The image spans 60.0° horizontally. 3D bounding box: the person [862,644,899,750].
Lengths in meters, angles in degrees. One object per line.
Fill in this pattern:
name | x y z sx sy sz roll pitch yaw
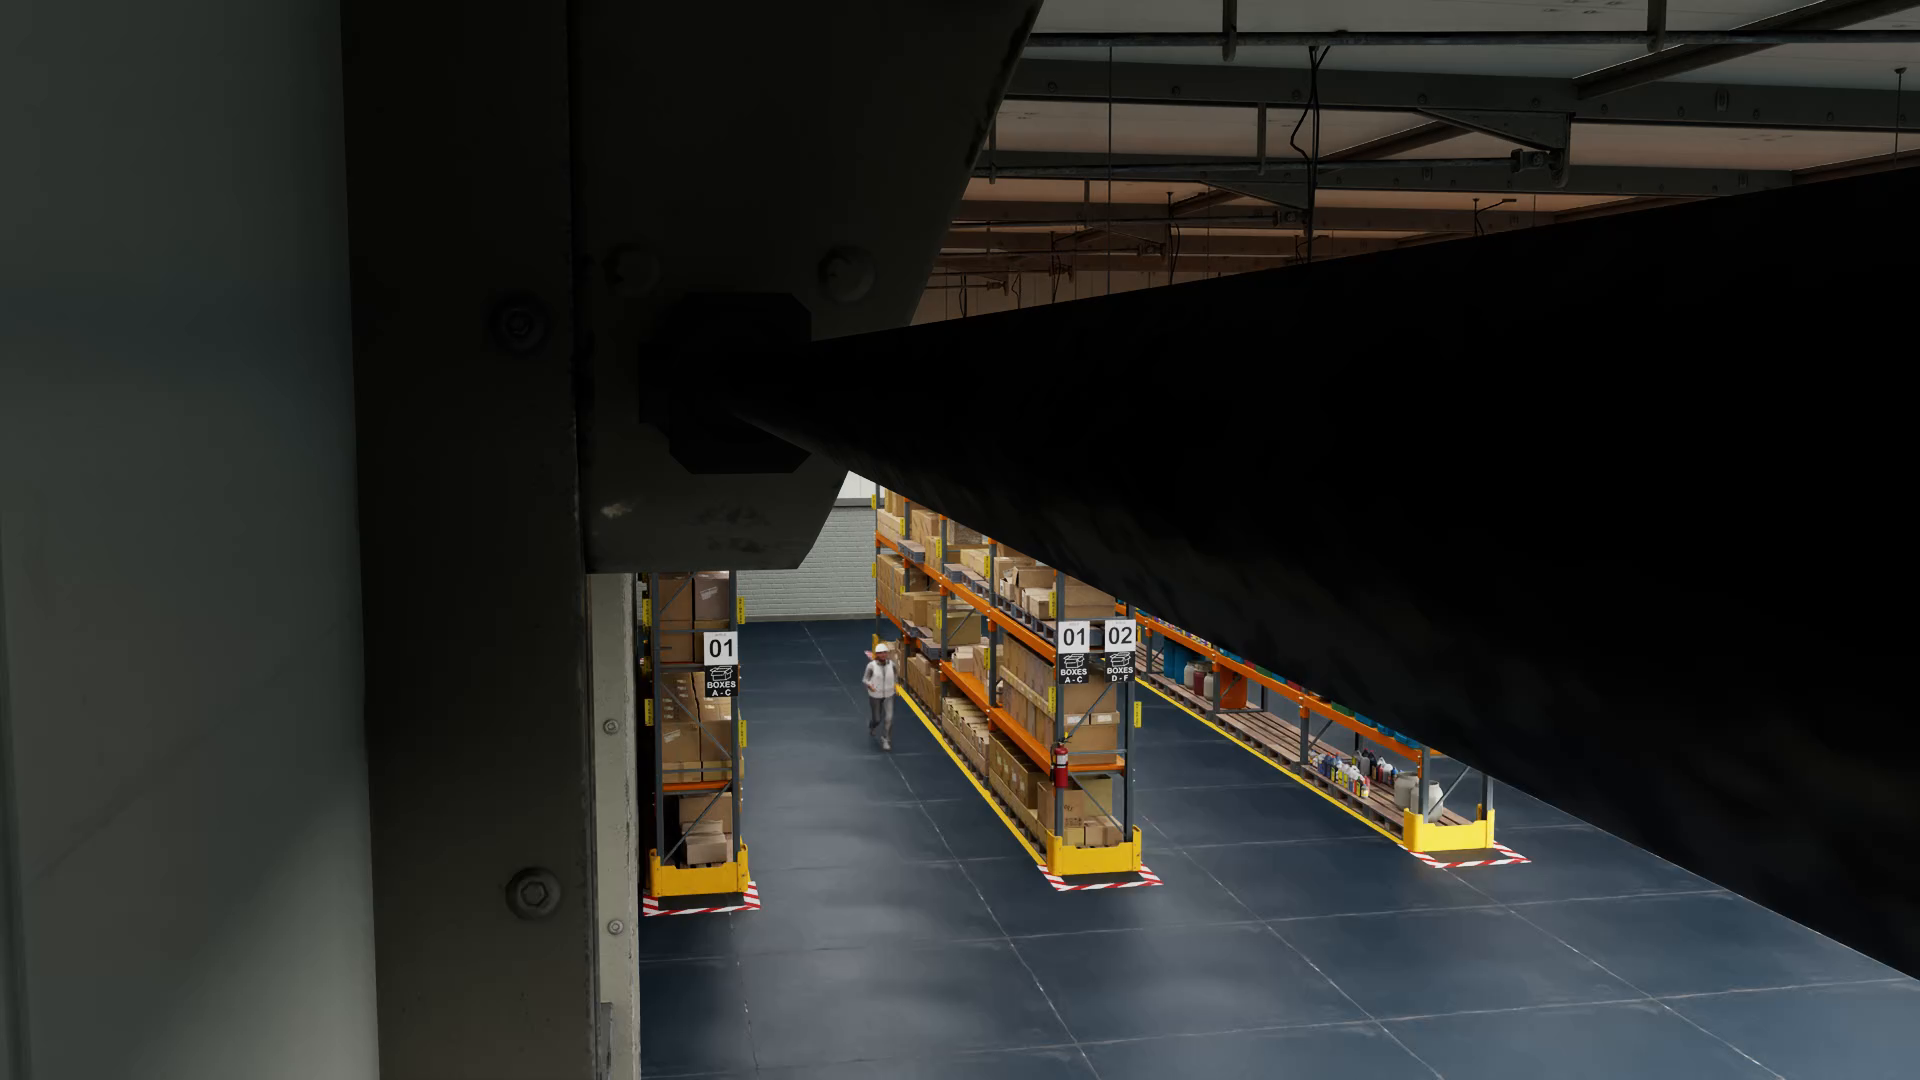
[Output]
person | -1.325 2.597 27.926 0.650 1.754 0.845 -2 6 -16
